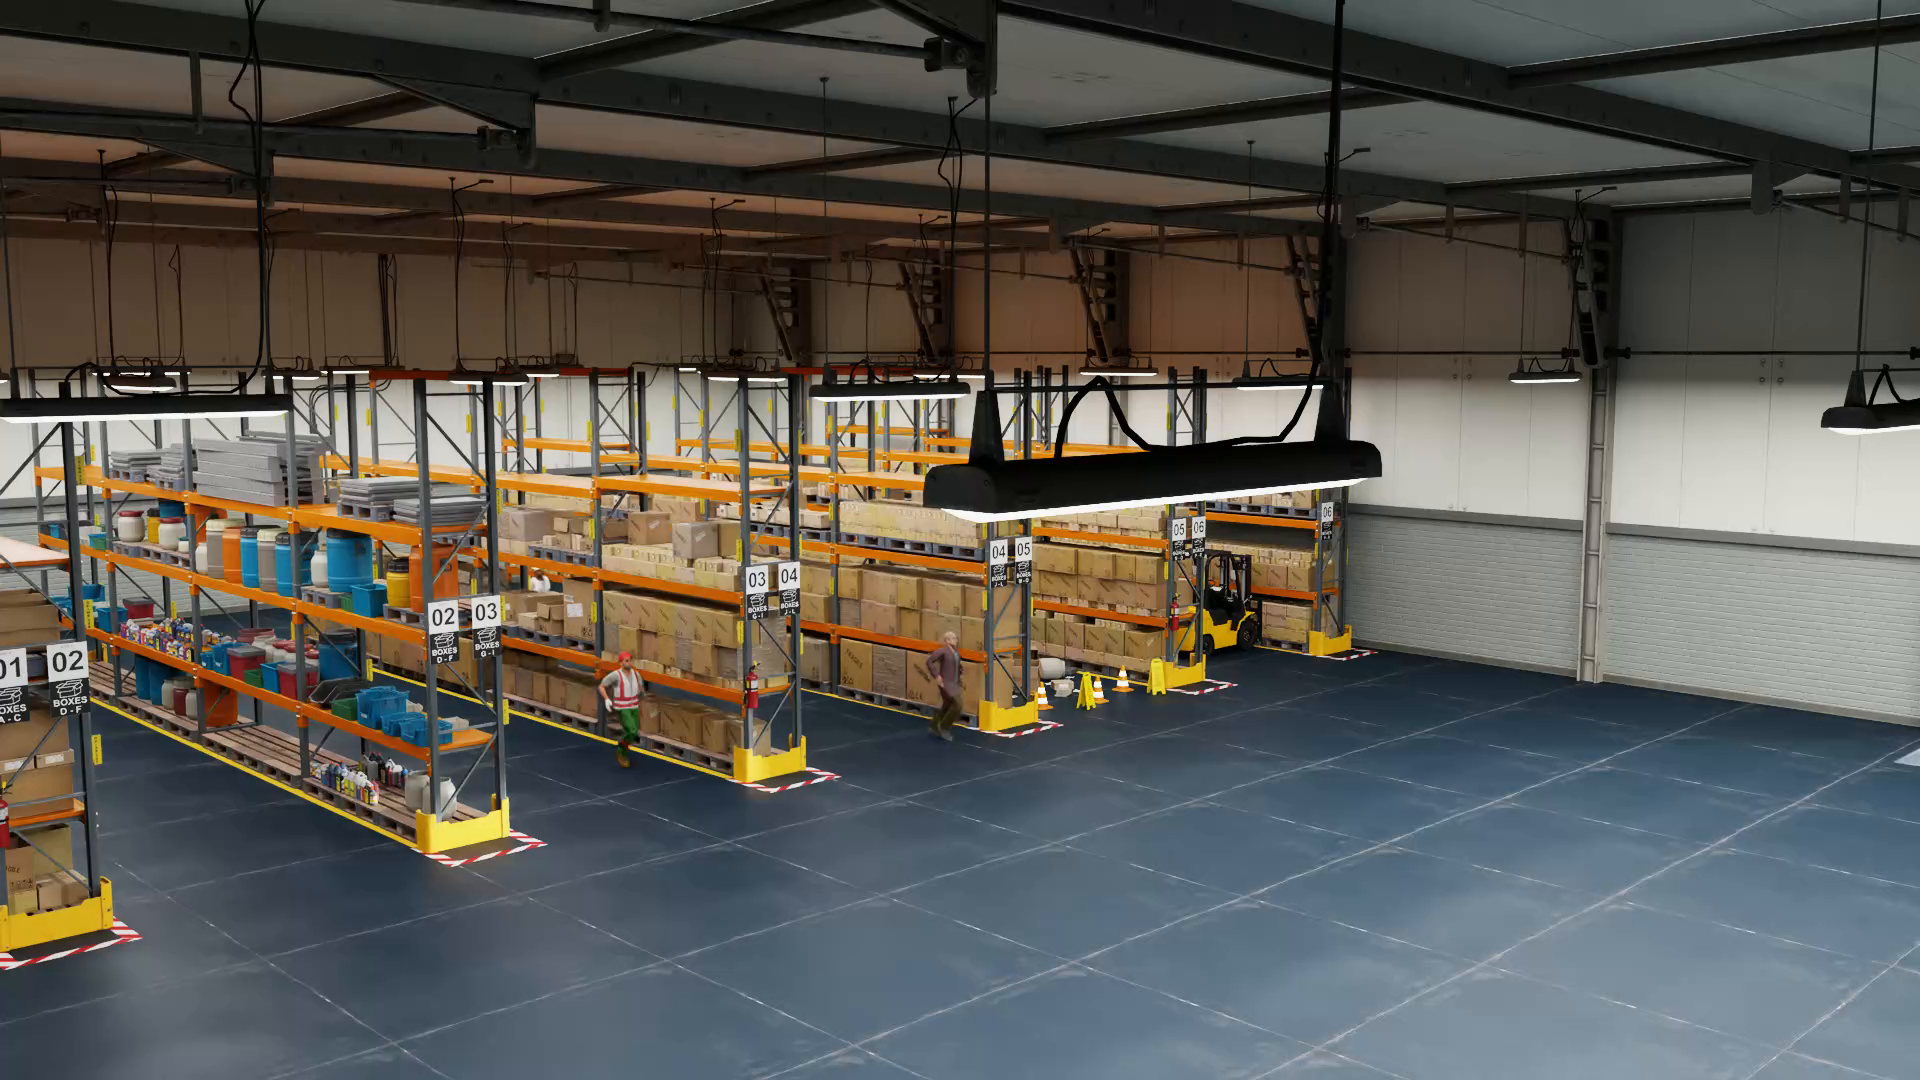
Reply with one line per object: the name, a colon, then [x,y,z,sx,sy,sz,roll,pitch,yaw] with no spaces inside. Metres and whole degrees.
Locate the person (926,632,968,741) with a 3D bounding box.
person: [-0.195,2.402,27.316,0.734,1.805,0.693,3,7,28]

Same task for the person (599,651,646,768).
person: [-5.065,2.584,25.350,0.690,1.775,0.641,5,8,38]

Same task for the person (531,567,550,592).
person: [-8.961,1.432,35.631,0.654,1.829,0.707,-6,9,-41]
